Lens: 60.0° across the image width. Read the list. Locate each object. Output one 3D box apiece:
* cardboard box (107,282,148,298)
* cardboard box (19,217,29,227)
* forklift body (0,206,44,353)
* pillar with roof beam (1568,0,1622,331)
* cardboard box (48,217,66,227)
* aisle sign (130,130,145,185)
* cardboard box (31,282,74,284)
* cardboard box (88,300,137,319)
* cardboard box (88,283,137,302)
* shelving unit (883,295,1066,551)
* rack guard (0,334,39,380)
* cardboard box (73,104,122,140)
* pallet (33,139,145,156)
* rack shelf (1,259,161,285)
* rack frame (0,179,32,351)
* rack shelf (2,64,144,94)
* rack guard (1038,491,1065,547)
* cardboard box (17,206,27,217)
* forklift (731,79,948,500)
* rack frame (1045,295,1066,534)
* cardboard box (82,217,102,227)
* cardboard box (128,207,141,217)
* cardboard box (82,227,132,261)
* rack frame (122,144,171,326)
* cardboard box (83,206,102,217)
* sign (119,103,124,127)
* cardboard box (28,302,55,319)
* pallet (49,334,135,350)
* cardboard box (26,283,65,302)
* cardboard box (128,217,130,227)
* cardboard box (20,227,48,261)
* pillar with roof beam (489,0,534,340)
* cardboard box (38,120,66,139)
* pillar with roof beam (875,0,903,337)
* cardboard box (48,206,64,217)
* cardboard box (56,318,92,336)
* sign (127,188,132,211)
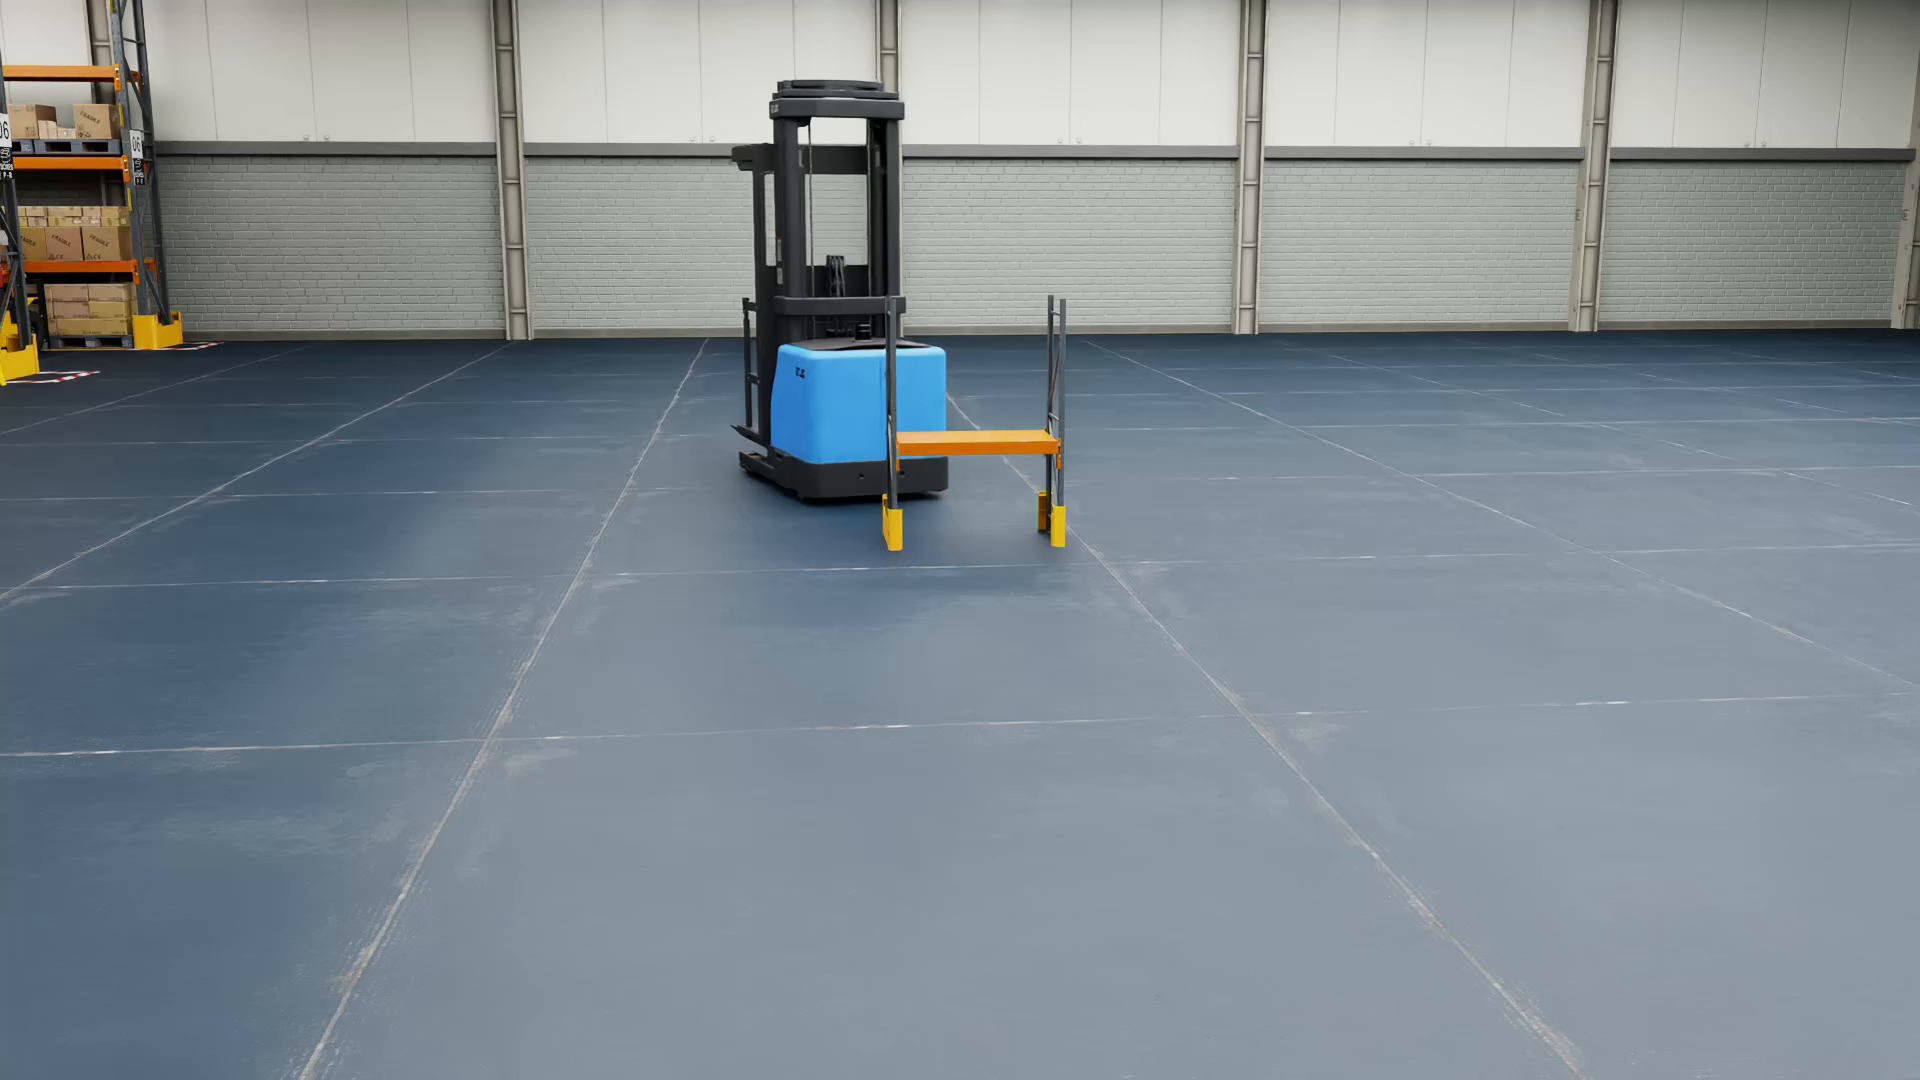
[{"bbox_3d":[-12.786,-3.814,25.440,0.500,0.250,0.500,-1,11,-7],"label":"cardboard box"},{"bbox_3d":[-13.875,-4.715,24.636,0.250,0.149,0.380,-1,11,-6],"label":"cardboard box"},{"bbox_3d":[-13.976,-3.635,23.280,1.214,2.155,2.313,-1,11,-6],"label":"forklift body"},{"bbox_3d":[11.247,-7.217,23.749,0.400,9.000,9.100,-1,11,-6],"label":"pillar with roof beam"},{"bbox_3d":[-13.365,-4.739,24.757,0.250,0.149,0.380,-1,11,-6],"label":"cardboard box"},{"bbox_3d":[-12.191,-5.661,24.648,0.004,0.787,0.394,-1,11,-6],"label":"aisle sign"},{"bbox_3d":[-13.781,-3.795,25.341,0.500,0.250,0.500,-1,11,-6],"label":"cardboard box"},{"bbox_3d":[-12.738,-3.472,24.998,0.500,0.250,0.500,-1,11,-7],"label":"cardboard box"},{"bbox_3d":[-12.712,-3.718,24.954,0.500,0.250,0.500,-1,11,-4],"label":"cardboard box"},{"bbox_3d":[0.076,-0.738,10.231,1.083,1.500,0.587,-1,11,-6],"label":"shelving unit"},{"bbox_3d":[-11.824,-2.260,20.570,0.348,0.500,1.175,-1,11,-6],"label":"rack guard"},{"bbox_3d":[-12.702,-6.160,24.545,0.500,0.500,0.500,-1,11,-4],"label":"cardboard box"},{"bbox_3d":[-12.994,-5.859,24.848,1.213,0.211,1.003,-1,11,-6],"label":"pallet"},{"bbox_3d":[-14.276,-4.046,25.036,4.000,0.370,1.077,-1,11,-6],"label":"rack shelf"},{"bbox_3d":[-11.748,-3.489,20.337,0.127,3.000,1.000,-1,11,-6],"label":"rack frame"},{"bbox_3d":[-14.276,-6.793,24.496,4.000,0.370,1.077,-1,11,-6],"label":"rack shelf"},{"bbox_3d":[0.571,-0.135,10.405,0.087,0.250,0.587,-1,11,-6],"label":"rack guard"},{"bbox_3d":[-13.879,-4.860,24.601,0.250,0.149,0.380,-1,11,-5],"label":"cardboard box"},{"bbox_3d":[-1.091,-1.958,12.727,1.130,2.935,3.031,-4,12,-21],"label":"forklift"},{"bbox_3d":[0.590,-0.748,10.286,0.032,1.500,0.500,-1,11,-6],"label":"rack frame"},{"bbox_3d":[-12.853,-4.736,24.740,0.250,0.149,0.380,-1,11,-5],"label":"cardboard box"},{"bbox_3d":[-12.645,-4.988,25.250,0.250,0.149,0.380,-1,11,-7],"label":"cardboard box"},{"bbox_3d":[-12.749,-4.429,24.861,0.500,0.500,0.500,-1,11,-7],"label":"cardboard box"},{"bbox_3d":[-12.288,-4.440,25.178,0.127,3.000,1.000,-1,11,-6],"label":"rack frame"},{"bbox_3d":[-12.863,-4.895,24.778,0.250,0.149,0.380,-1,11,-6],"label":"cardboard box"},{"bbox_3d":[-12.243,-6.203,24.281,0.005,0.325,0.100,-1,11,-6],"label":"sign"},{"bbox_3d":[-13.749,-3.449,24.881,0.500,0.250,0.500,-1,11,-7],"label":"cardboard box"},{"bbox_3d":[-13.044,-3.048,25.326,1.213,0.211,1.003,-1,11,-6],"label":"pallet"},{"bbox_3d":[-13.720,-3.694,24.831,0.500,0.250,0.500,-1,11,-5],"label":"cardboard box"},{"bbox_3d":[-12.653,-4.850,25.323,0.250,0.149,0.380,-1,11,-8],"label":"cardboard box"},{"bbox_3d":[-13.775,-4.409,24.760,0.500,0.500,0.500,-1,11,-7],"label":"cardboard box"},{"bbox_3d":[-6.648,-6.842,21.842,0.400,9.000,9.100,-1,11,-6],"label":"pillar with roof beam"},{"bbox_3d":[-13.331,-6.021,24.441,0.258,0.266,0.396,-1,11,-6],"label":"cardboard box"},{"bbox_3d":[-0.683,-6.967,22.477,0.400,9.000,9.100,-1,11,-6],"label":"pillar with roof beam"},{"bbox_3d":[-13.376,-4.893,24.770,0.250,0.149,0.380,-1,11,-6],"label":"cardboard box"},{"bbox_3d":[-13.216,-3.218,25.002,0.500,0.250,0.500,-1,11,-6],"label":"cardboard box"},{"bbox_3d":[-12.243,-5.020,24.513,0.005,0.325,0.100,-1,11,-6],"label":"sign"}]
